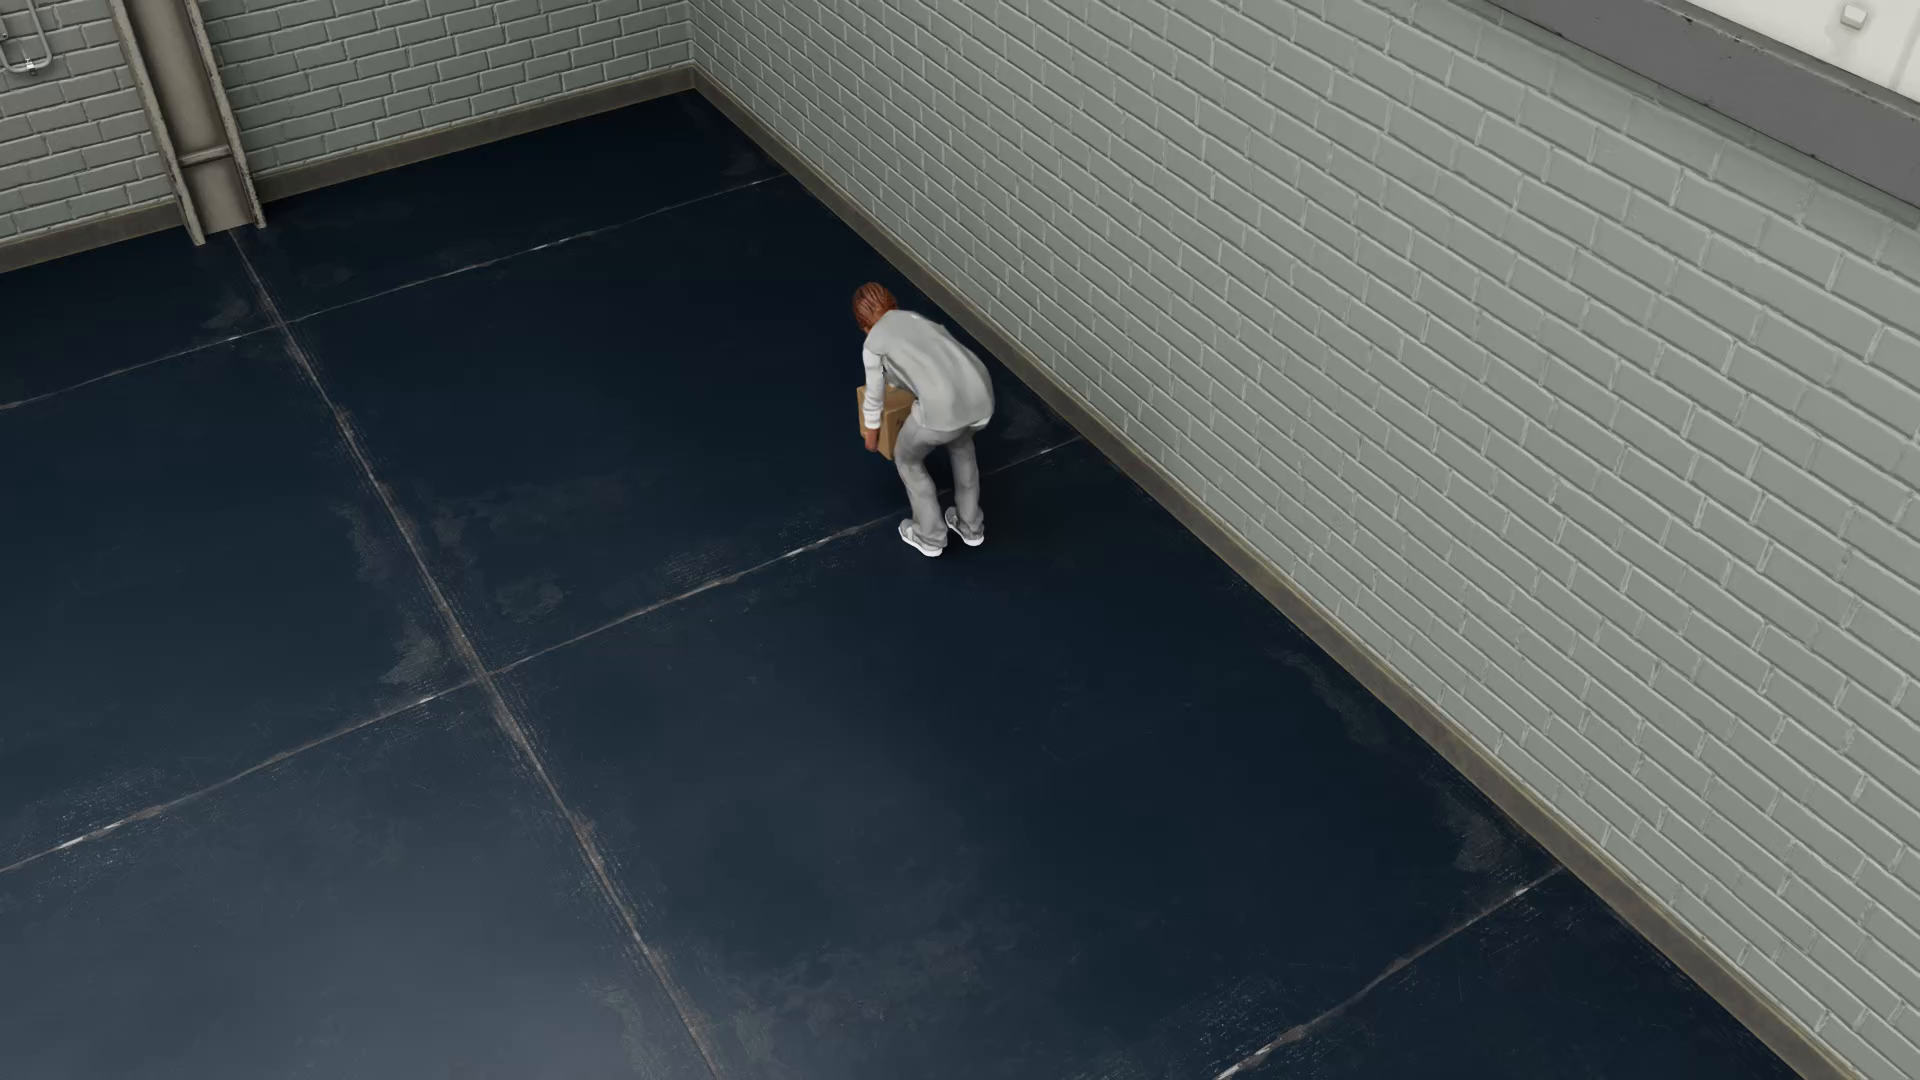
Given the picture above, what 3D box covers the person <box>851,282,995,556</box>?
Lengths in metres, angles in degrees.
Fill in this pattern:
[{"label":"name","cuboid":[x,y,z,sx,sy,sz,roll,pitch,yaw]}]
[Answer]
[{"label":"person","cuboid":[-0.181,-0.502,7.154,0.387,1.047,0.864,-24,47,-25]}]
